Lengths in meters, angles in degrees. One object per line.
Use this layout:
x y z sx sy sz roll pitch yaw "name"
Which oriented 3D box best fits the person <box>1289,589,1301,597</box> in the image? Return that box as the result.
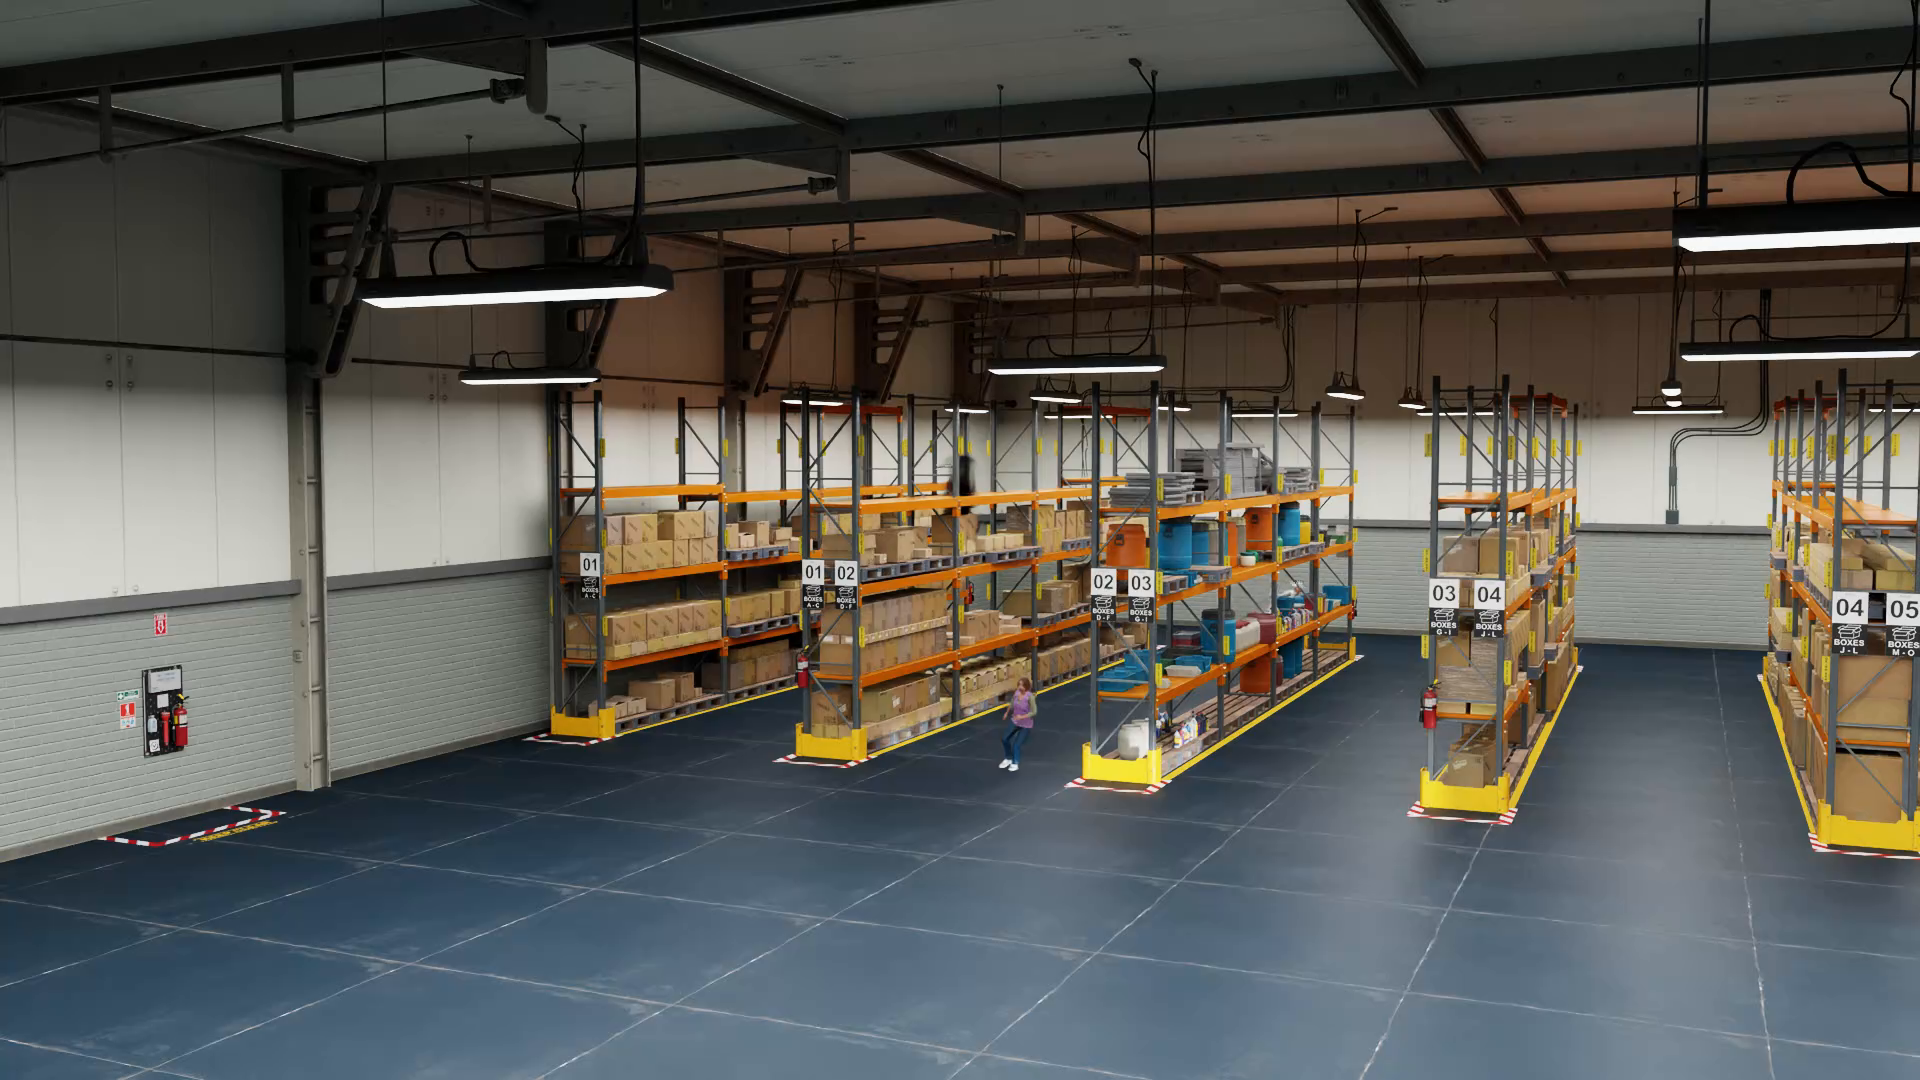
8.469 1.573 42.819 0.510 0.637 0.452 3 4 44 "person"
